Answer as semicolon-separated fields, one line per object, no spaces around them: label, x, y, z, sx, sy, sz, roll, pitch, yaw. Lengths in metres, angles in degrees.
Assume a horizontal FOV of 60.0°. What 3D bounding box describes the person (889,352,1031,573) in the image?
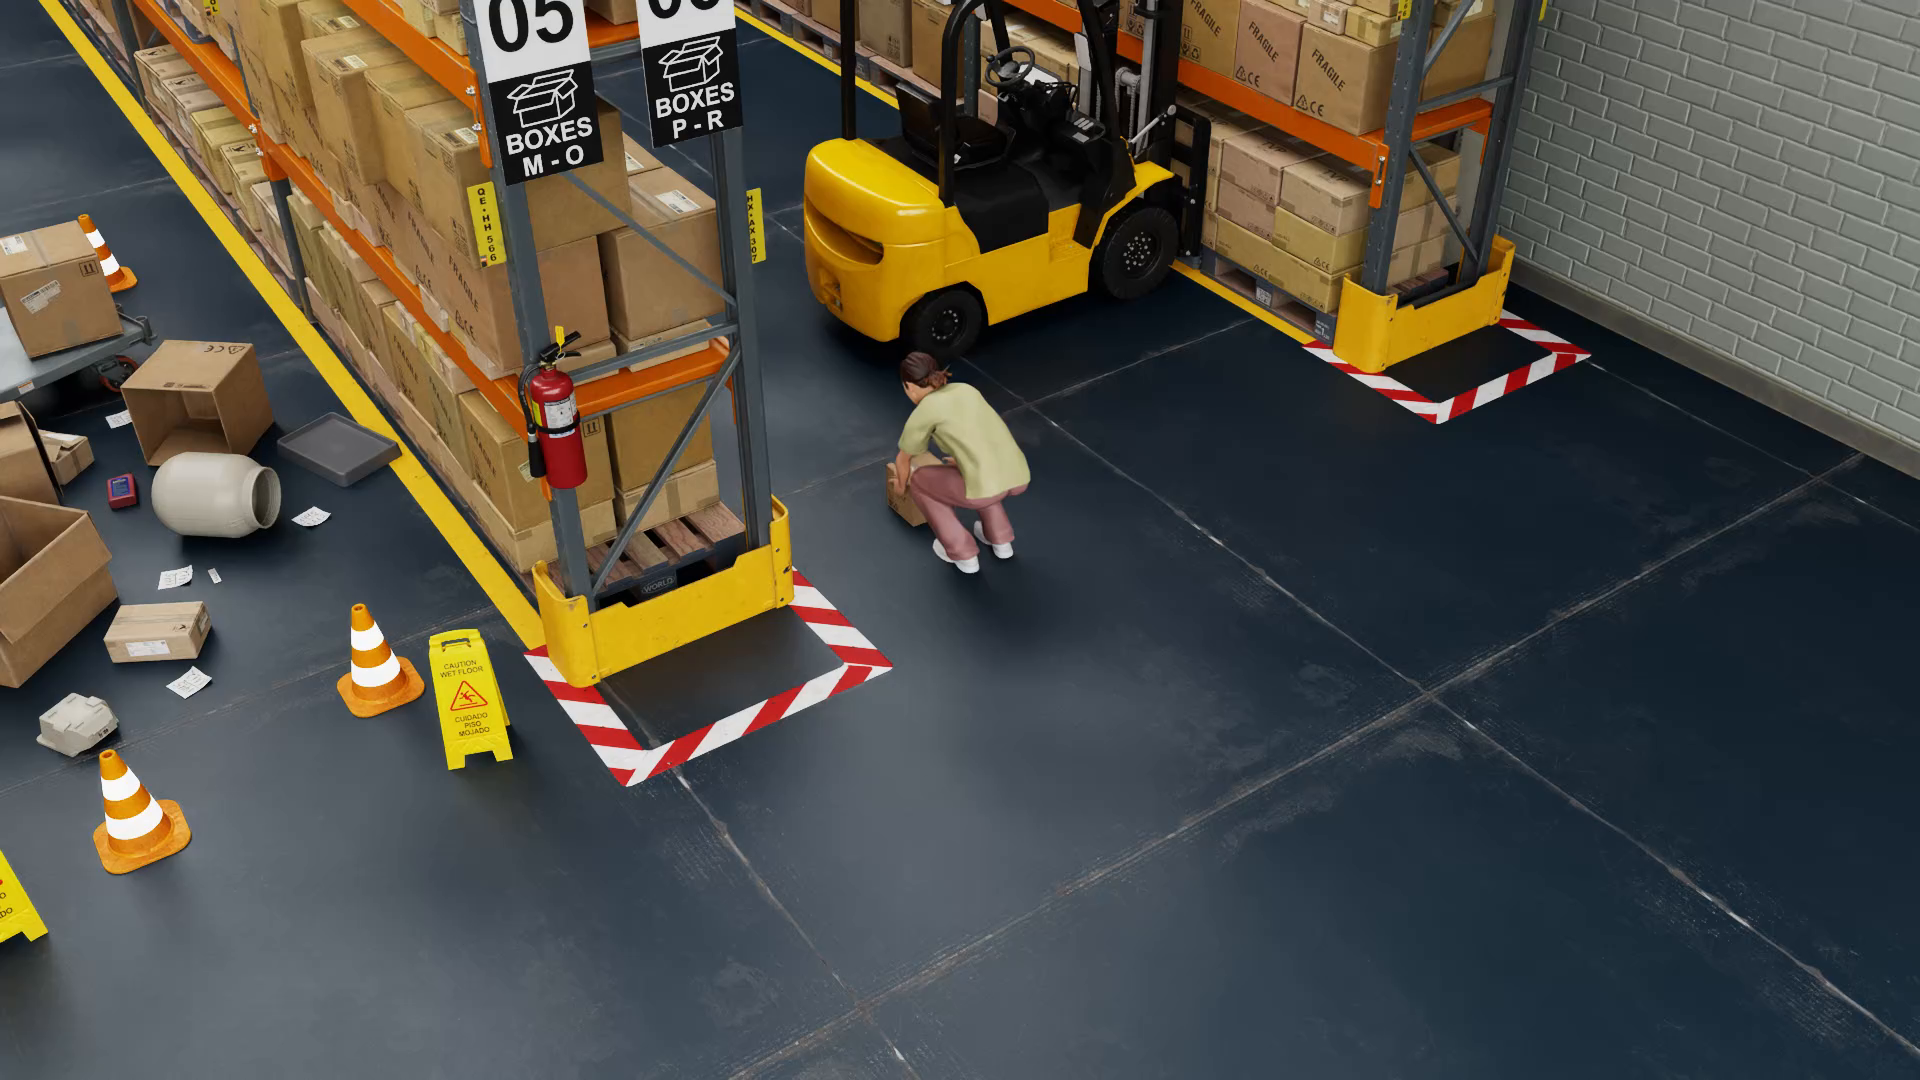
person;-0.013;-0.370;8.095;0.495;0.973;0.787;-23;42;-28
